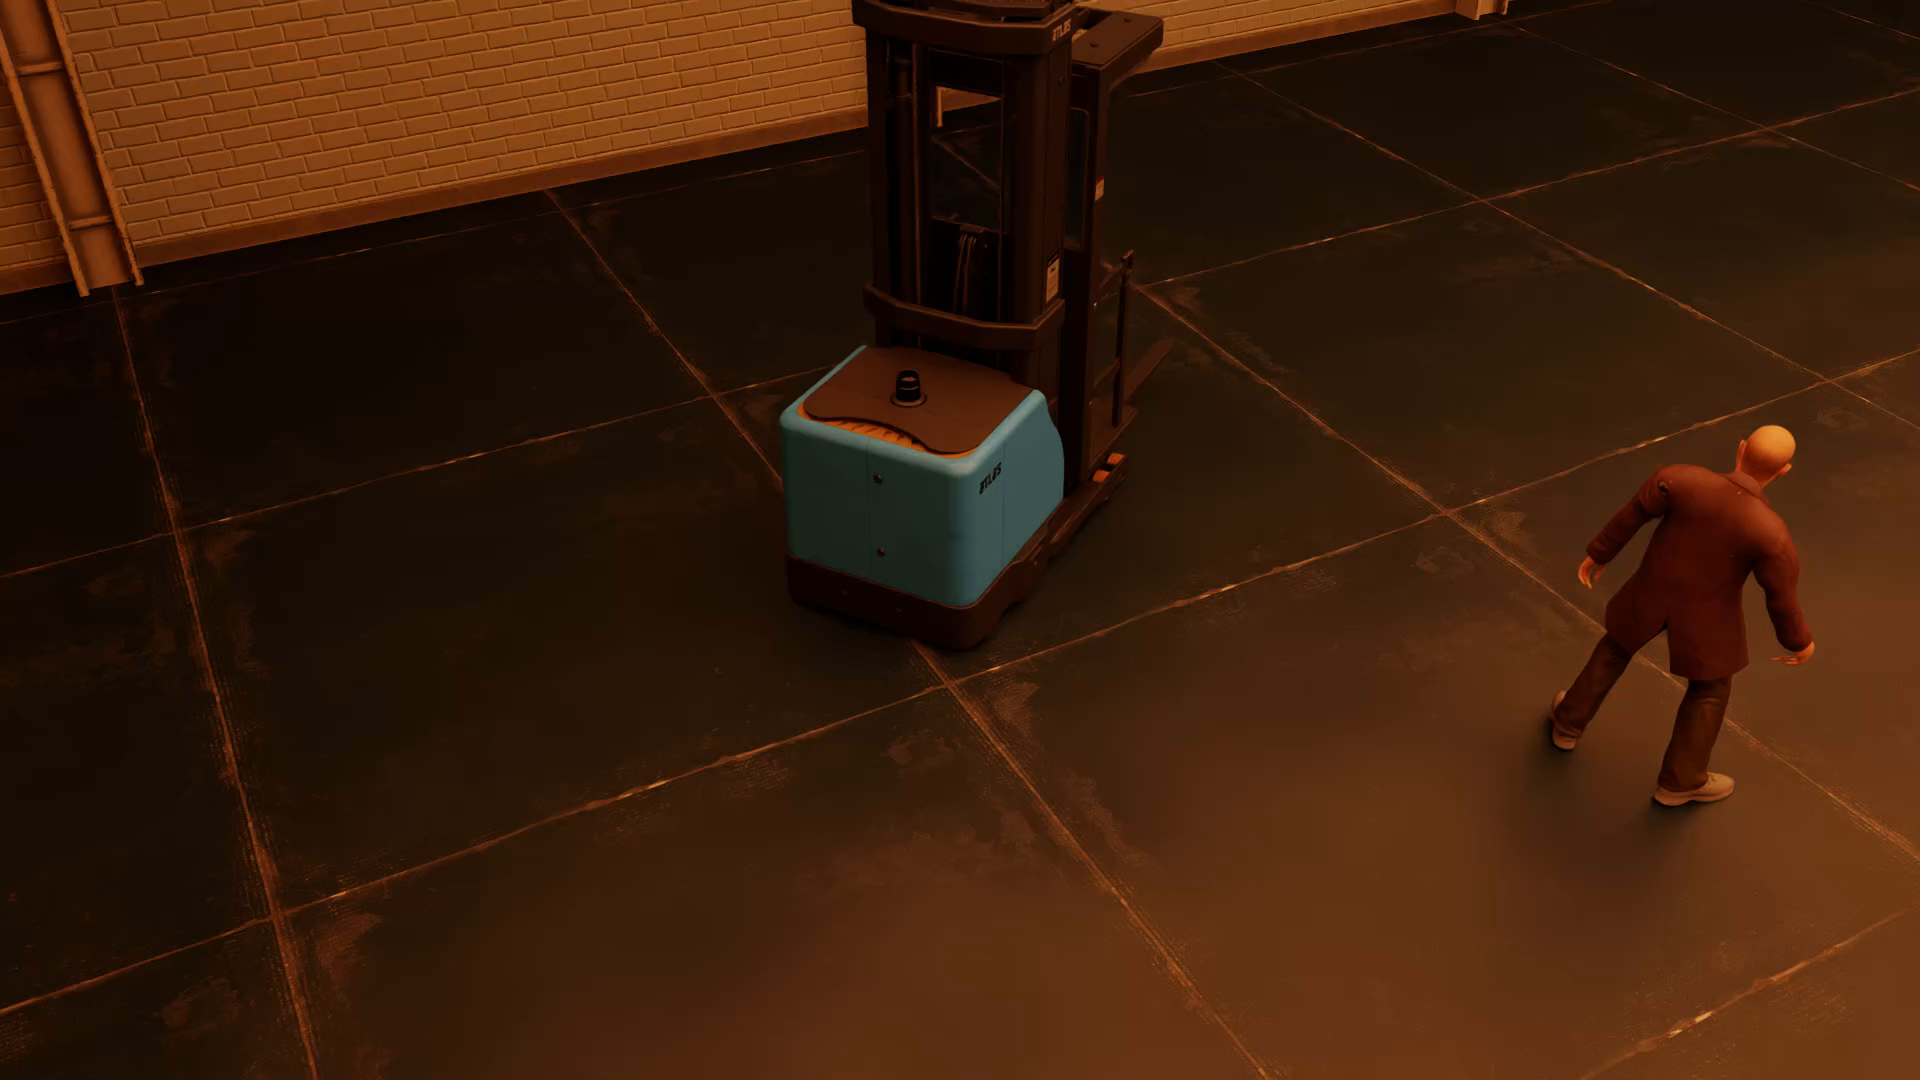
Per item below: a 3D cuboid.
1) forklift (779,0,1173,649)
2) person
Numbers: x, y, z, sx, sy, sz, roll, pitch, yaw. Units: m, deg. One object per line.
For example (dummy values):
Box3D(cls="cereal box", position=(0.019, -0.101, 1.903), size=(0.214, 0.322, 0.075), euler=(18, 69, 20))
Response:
Box3D(cls="forklift", position=(0.279, -1.518, 8.271), size=(1.130, 2.935, 3.031), euler=(17, 39, 22))
Box3D(cls="person", position=(2.971, 0.343, 6.834), size=(0.377, 1.560, 0.943), euler=(-30, 45, -35))
